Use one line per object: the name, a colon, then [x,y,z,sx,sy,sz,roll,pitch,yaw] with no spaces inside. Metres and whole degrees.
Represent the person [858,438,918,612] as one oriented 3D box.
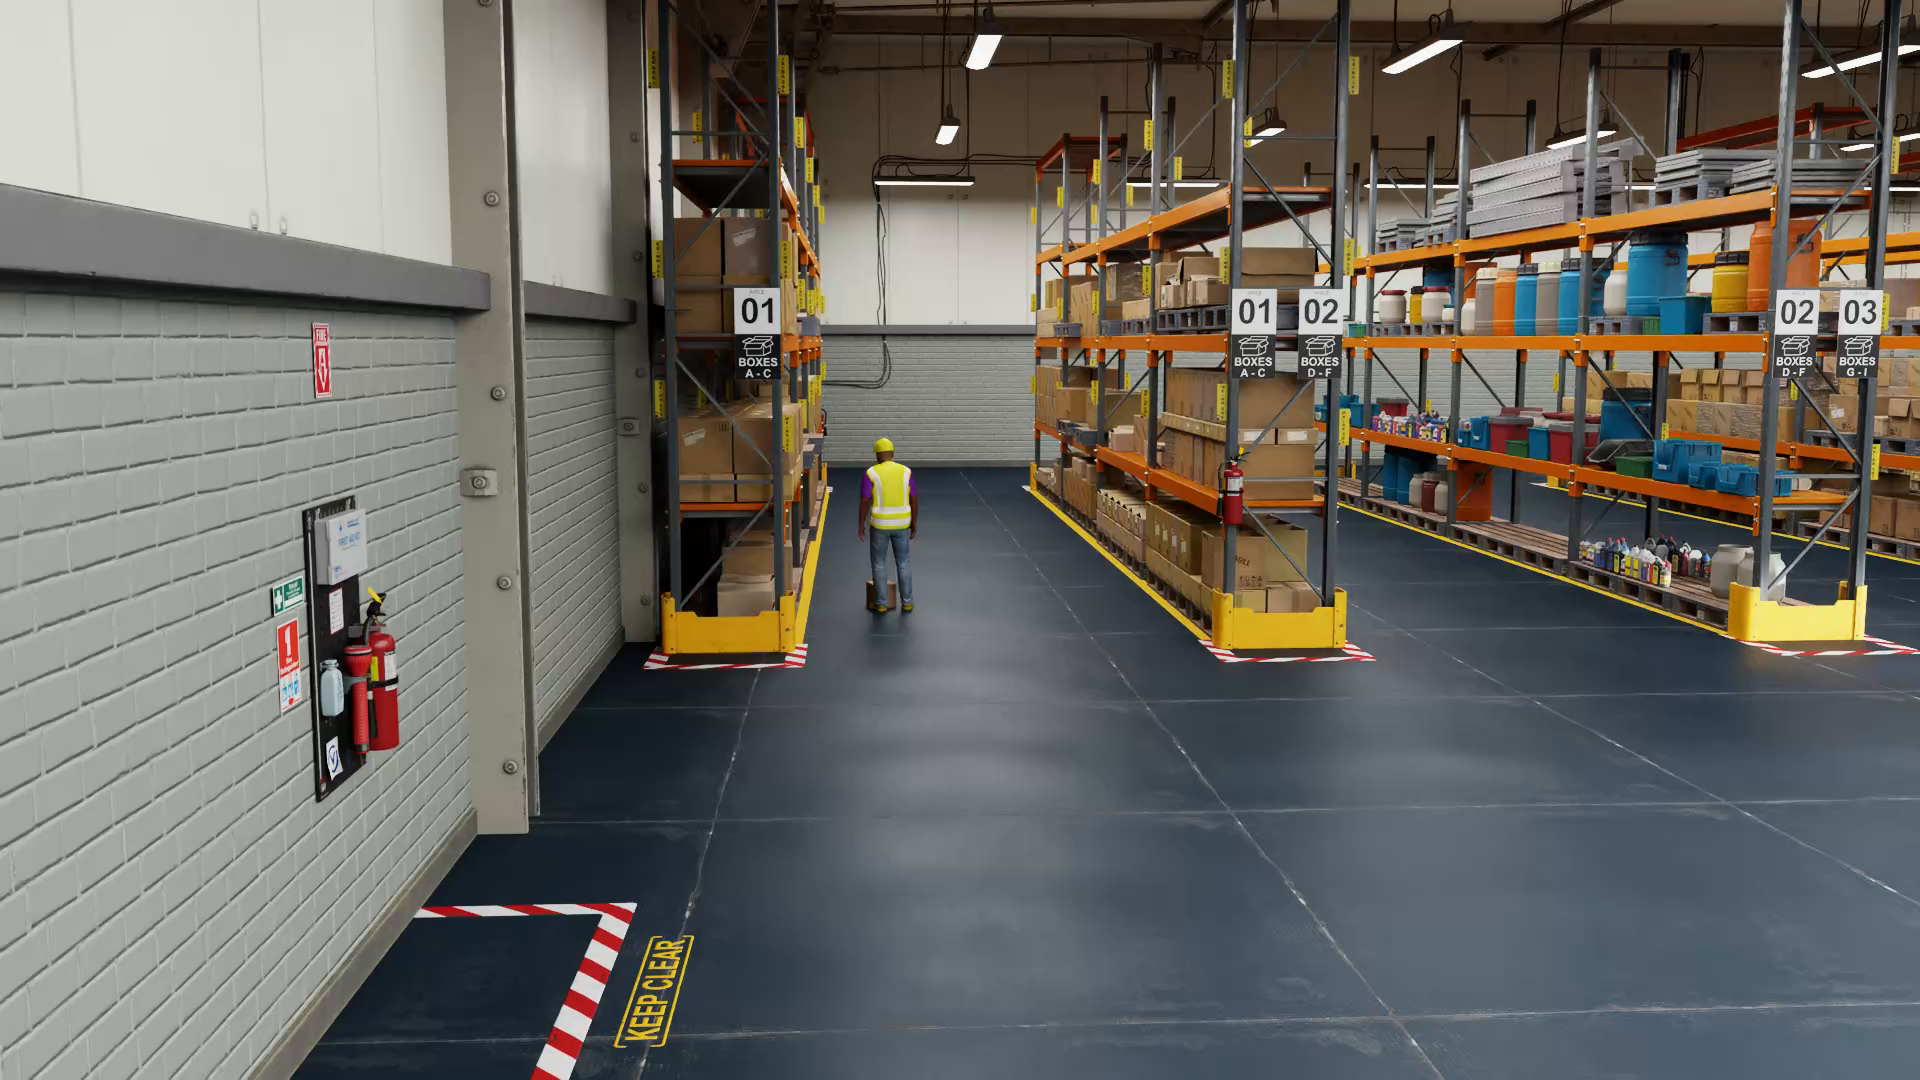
person: [-0.735,-0.159,16.992,0.636,1.761,0.454,-2,7,-19]
